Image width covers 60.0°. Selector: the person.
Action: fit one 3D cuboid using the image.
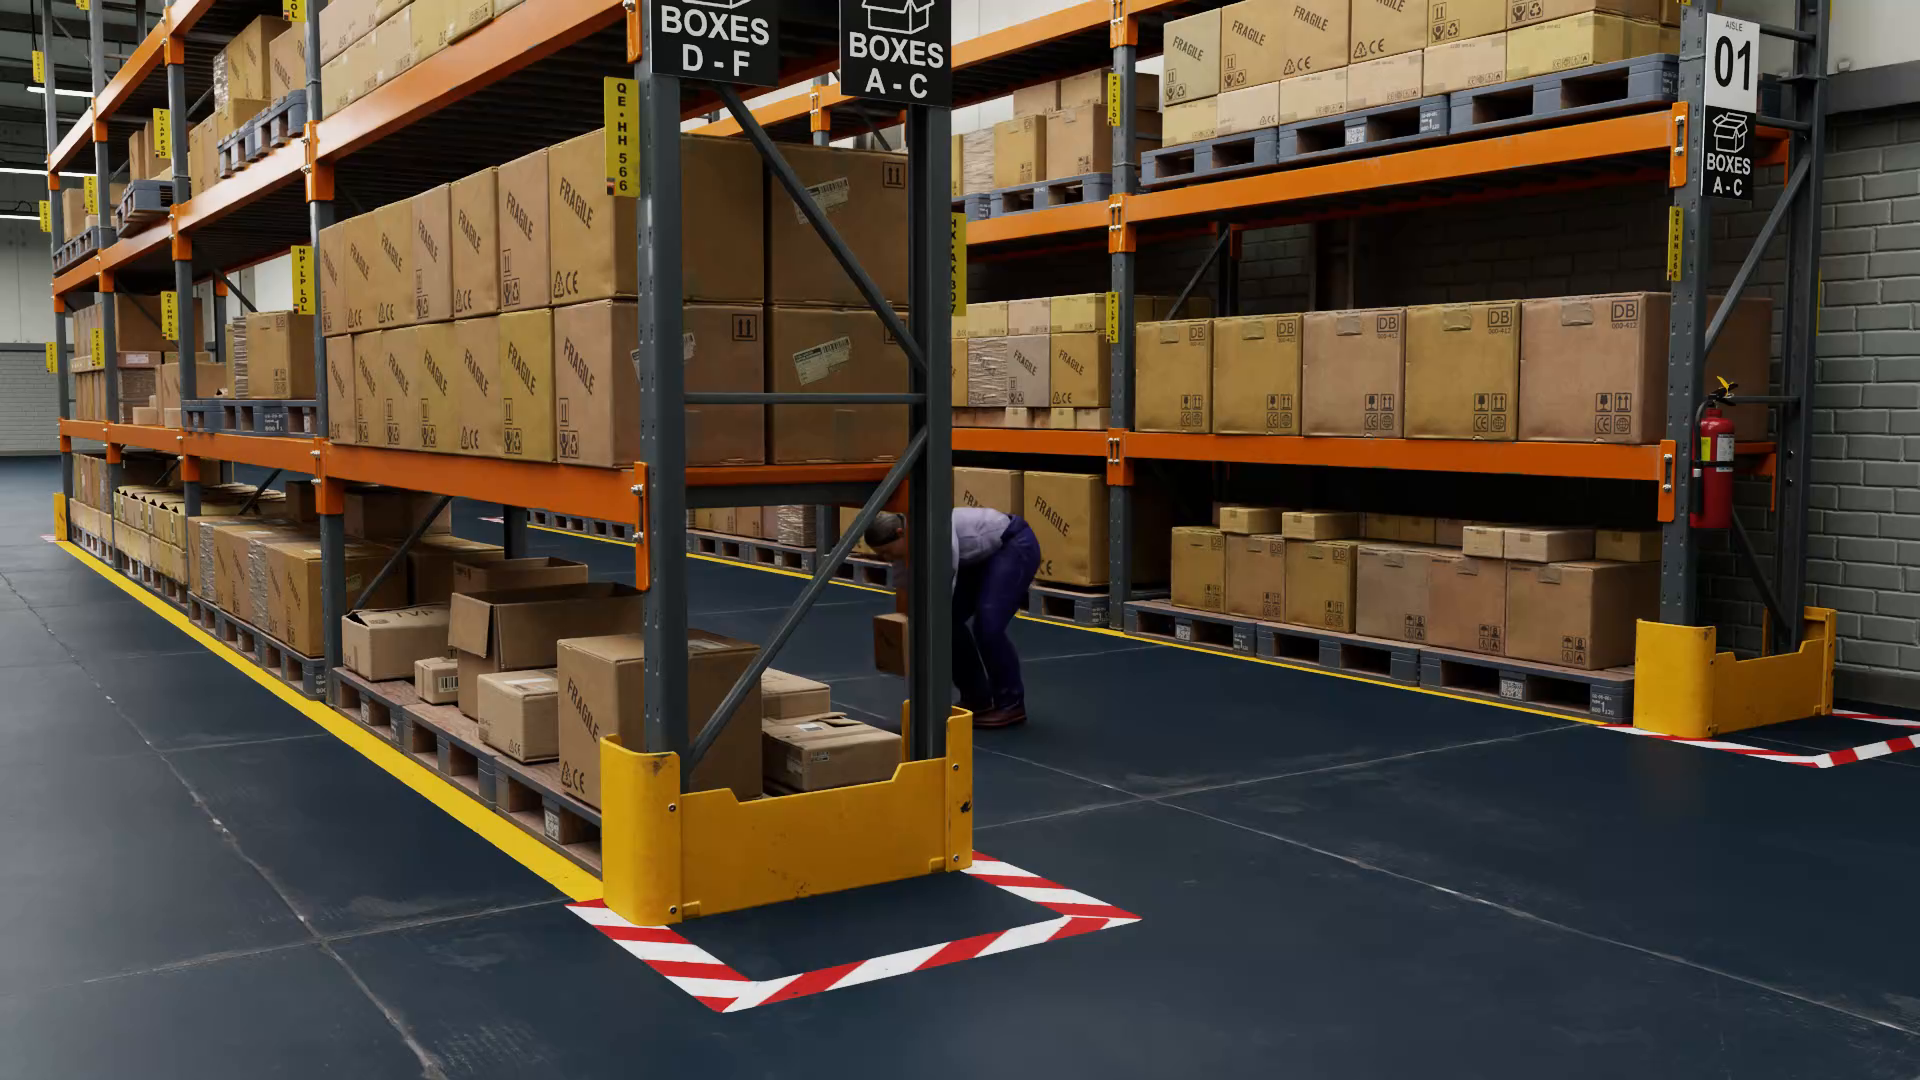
[{"bbox_3d":[-0.054,0.349,7.688,0.907,1.037,0.478,-3,6,-36],"label":"person"}]
